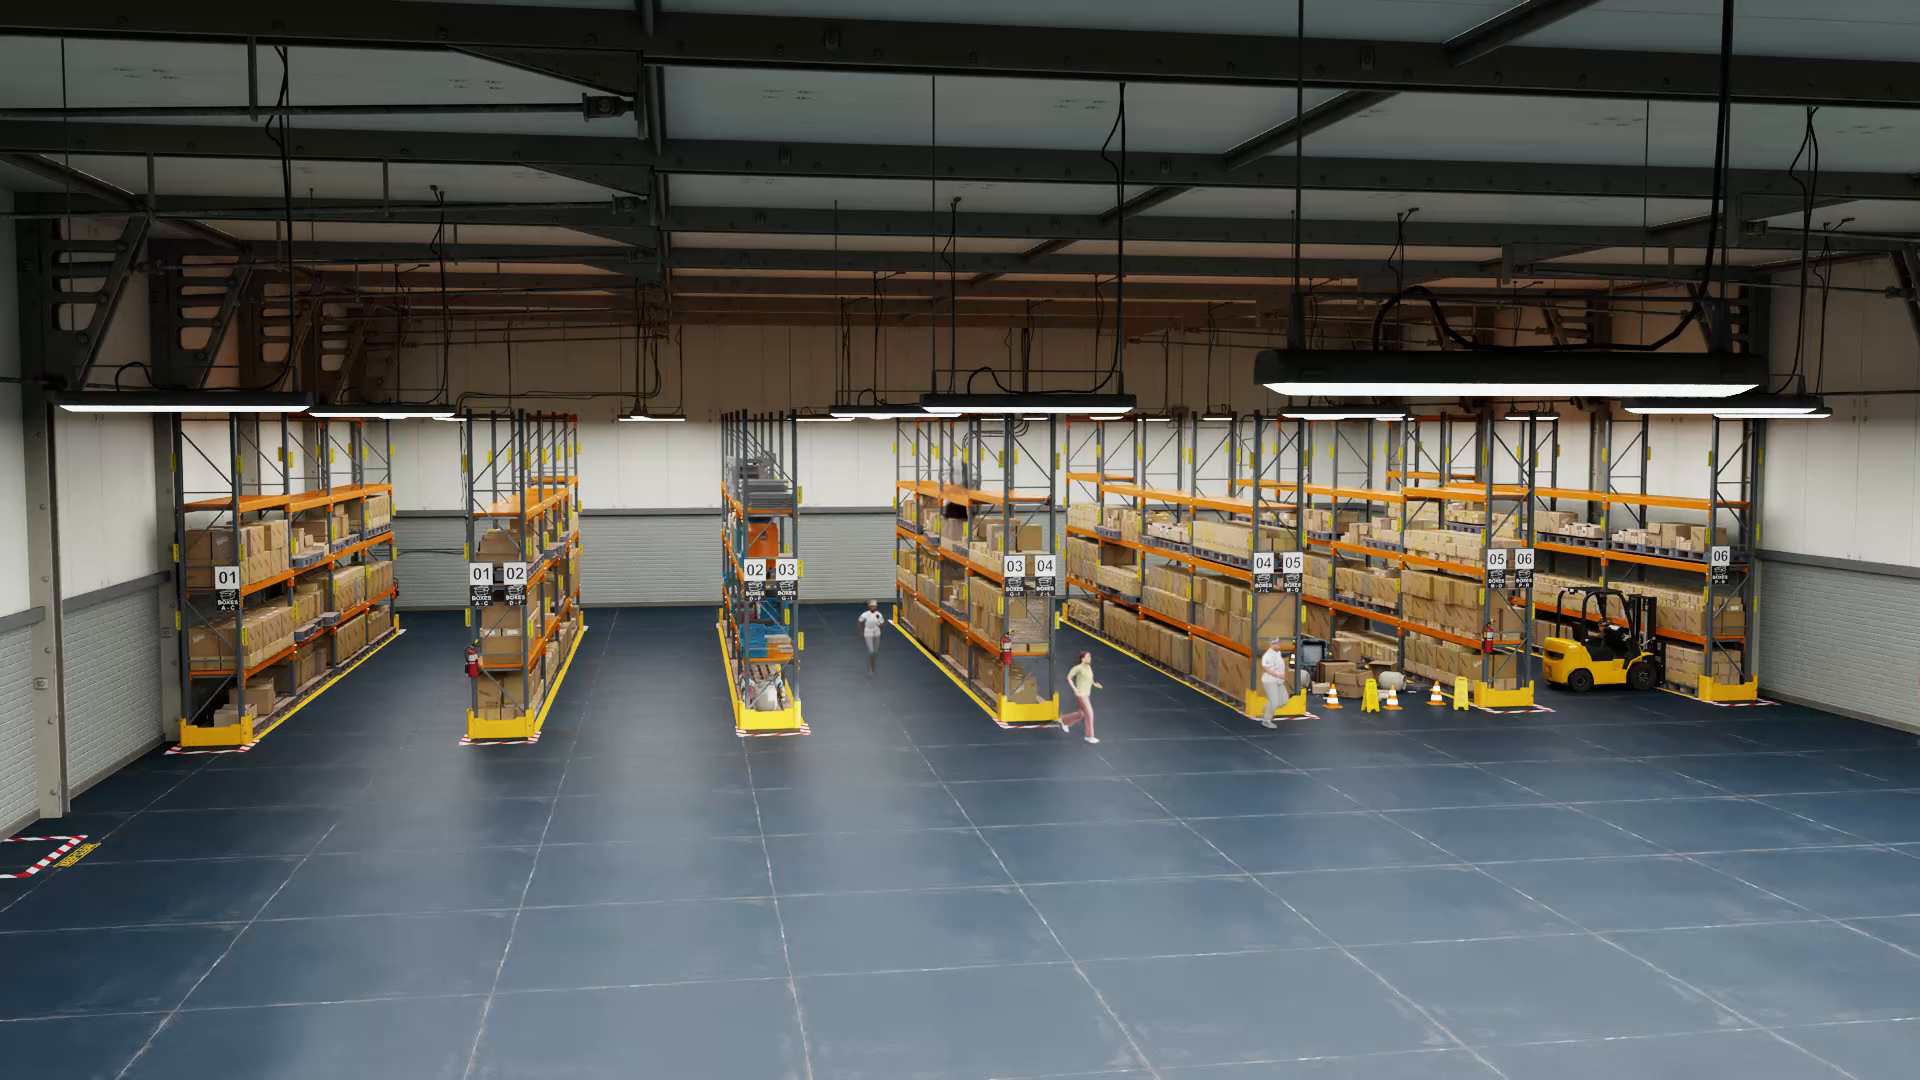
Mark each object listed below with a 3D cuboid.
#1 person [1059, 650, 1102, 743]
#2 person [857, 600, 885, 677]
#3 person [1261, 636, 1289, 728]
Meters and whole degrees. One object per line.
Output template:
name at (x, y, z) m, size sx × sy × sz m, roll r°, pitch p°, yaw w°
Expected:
person at (2.145, 2.808, 30.085) m, size 0.885 × 1.655 × 0.559 m, roll 3°, pitch 5°, yaw 34°
person at (-2.007, 2.235, 37.934) m, size 0.545 × 1.758 × 0.763 m, roll -2°, pitch 4°, yaw -24°
person at (5.964, 2.666, 31.390) m, size 0.586 × 1.738 × 0.698 m, roll 3°, pitch 5°, yaw 37°
